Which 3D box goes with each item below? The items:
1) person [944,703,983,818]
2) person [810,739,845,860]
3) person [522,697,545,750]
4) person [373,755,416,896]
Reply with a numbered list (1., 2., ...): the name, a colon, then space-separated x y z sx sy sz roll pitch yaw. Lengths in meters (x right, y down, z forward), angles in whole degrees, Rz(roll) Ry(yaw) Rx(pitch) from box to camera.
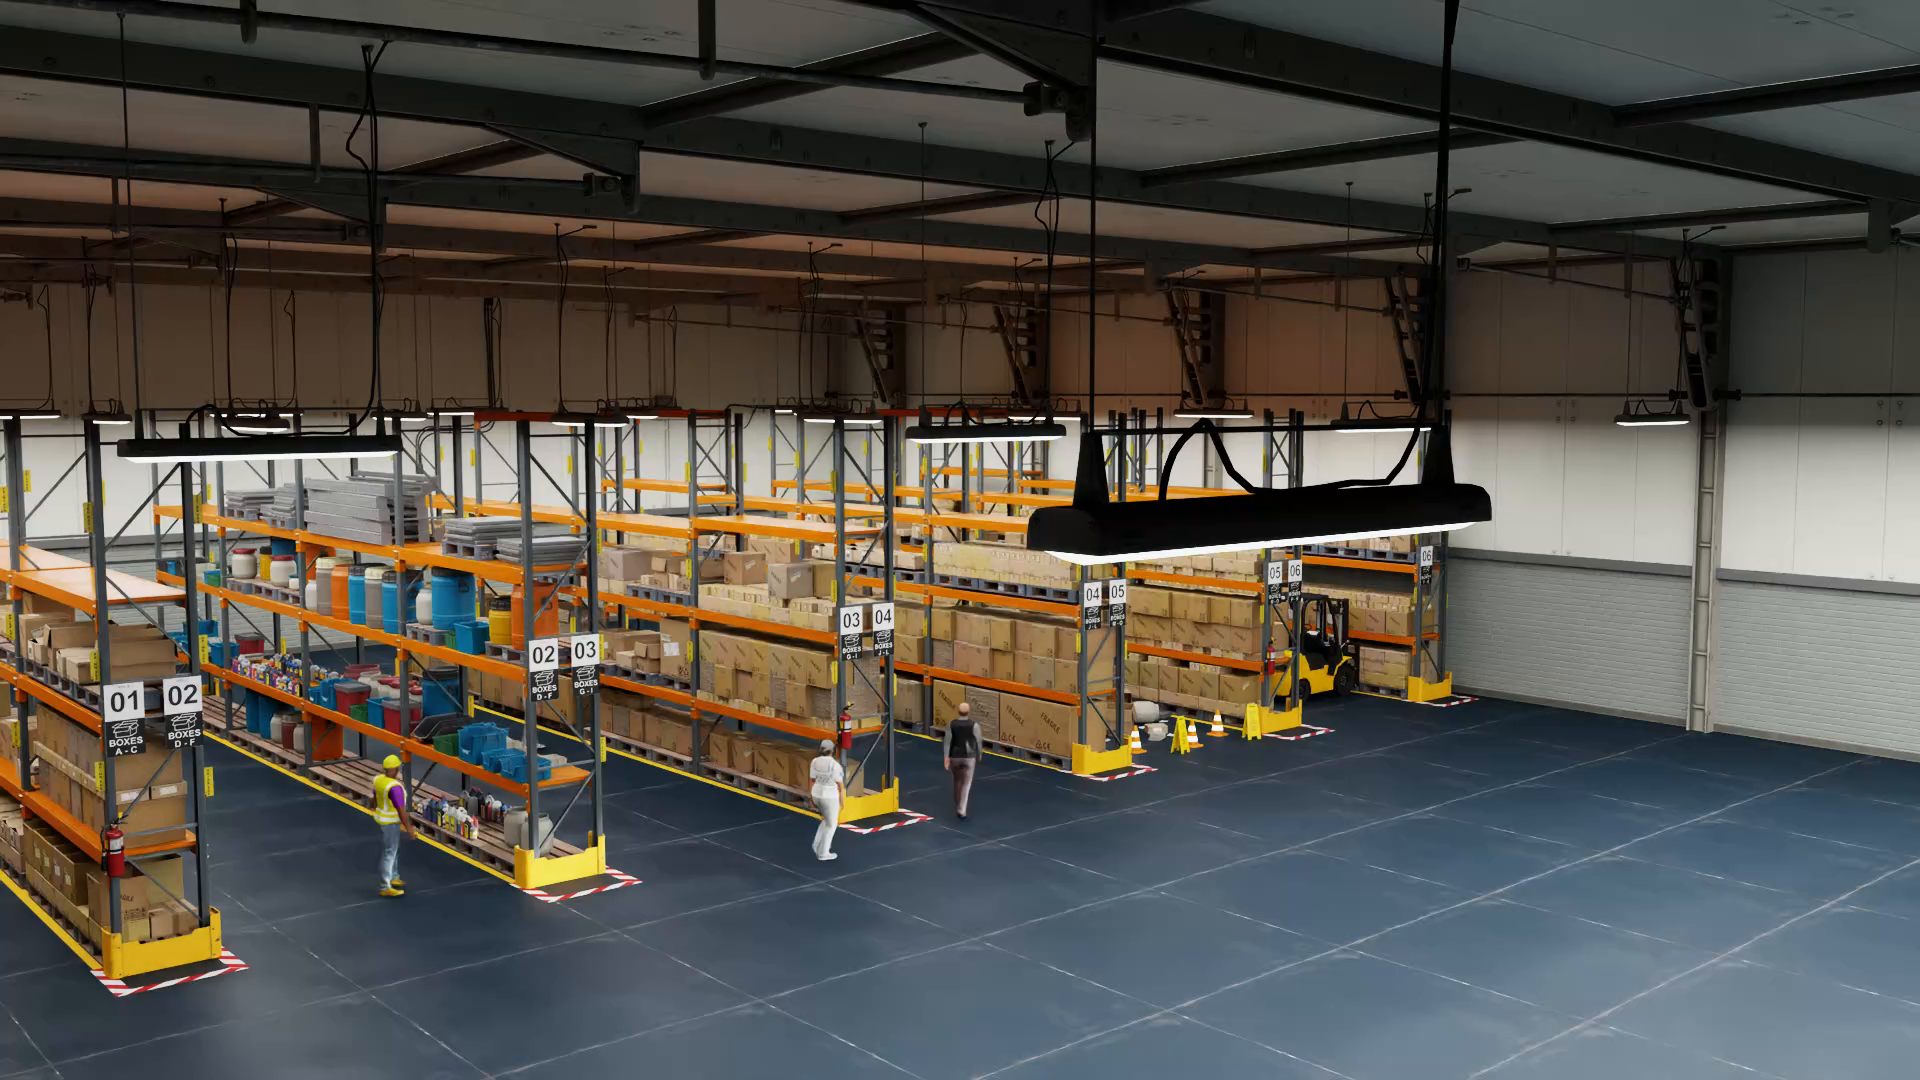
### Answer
1. person: 0.079 3.275 25.050 0.548 1.693 0.876 2 5 20
2. person: -1.767 3.521 22.577 0.460 1.676 0.496 -4 7 -41
3. person: -7.604 2.949 29.517 0.397 1.599 0.460 -1 5 -11
4. person: -7.214 3.611 21.129 0.497 1.805 0.673 -3 6 -34
